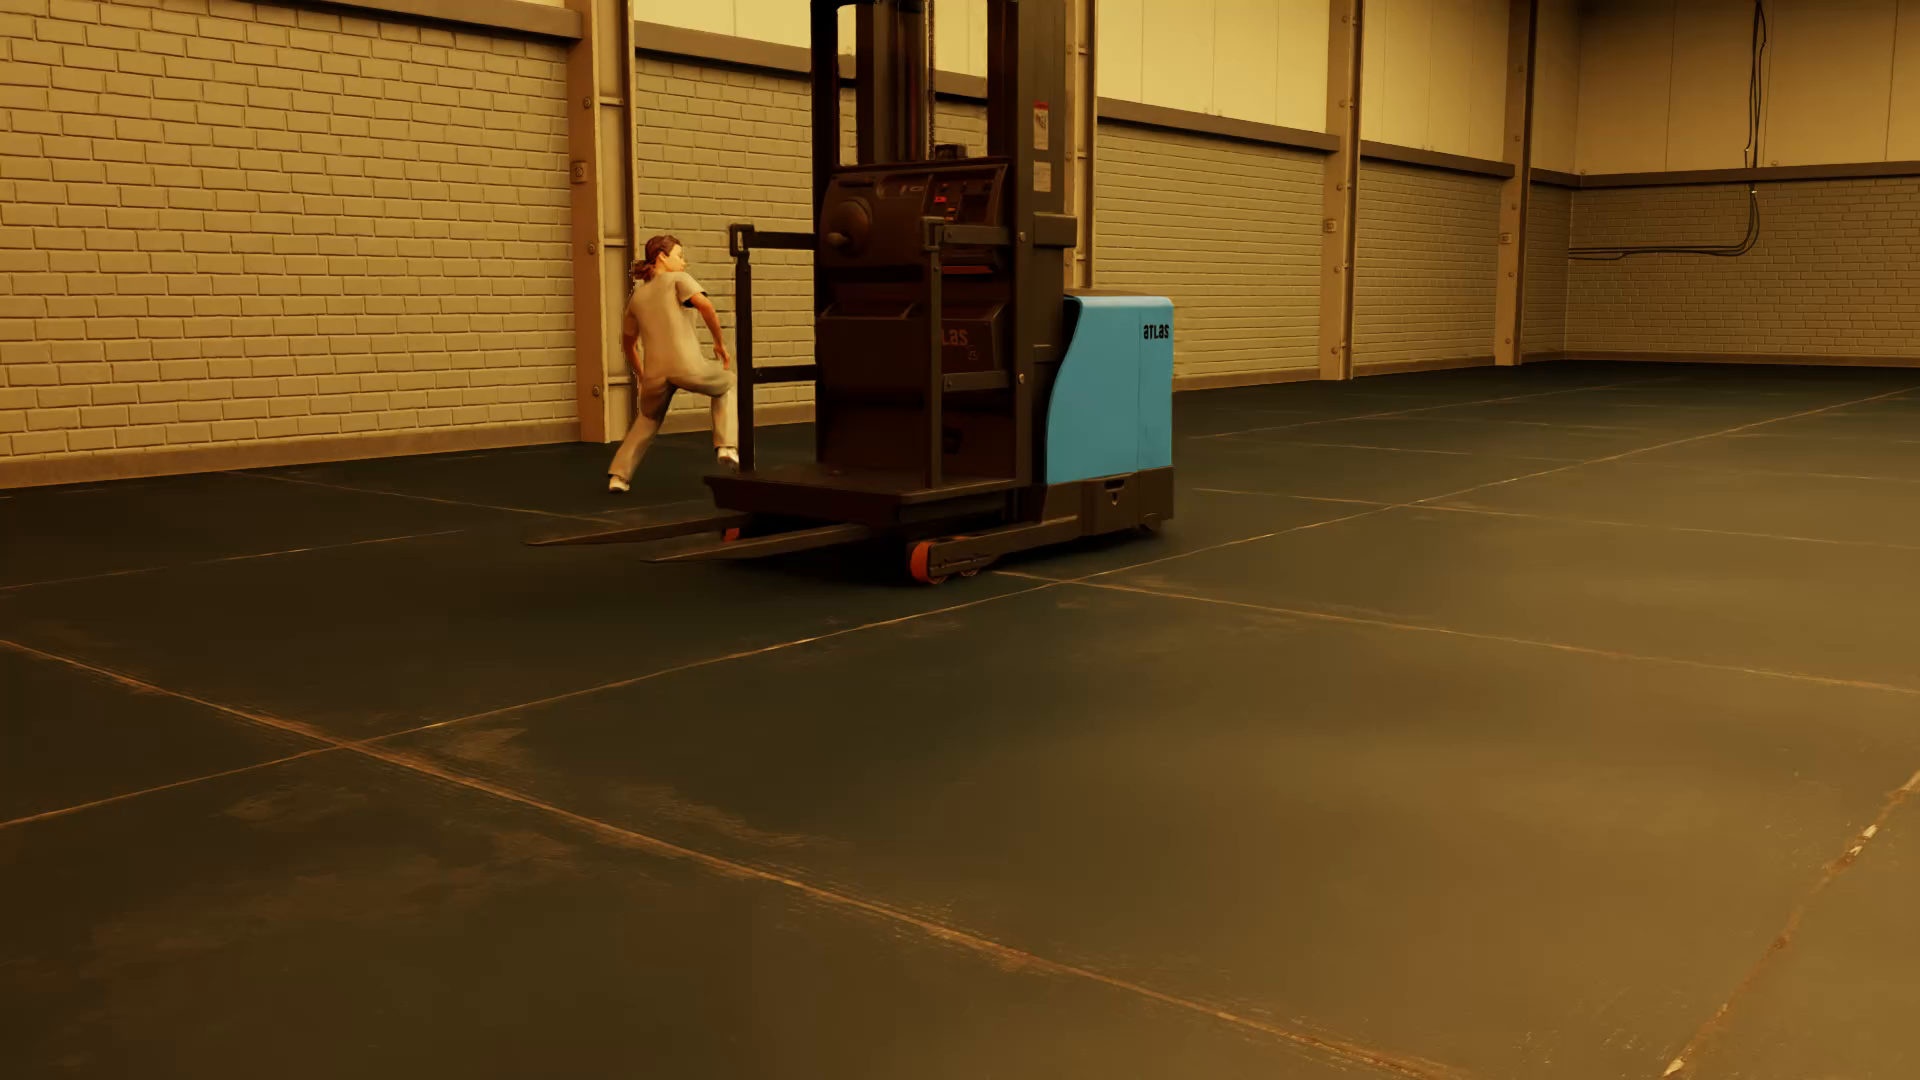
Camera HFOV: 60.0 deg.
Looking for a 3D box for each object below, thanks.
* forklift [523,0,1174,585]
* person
[{"bbox_3d":[-0.327,-1.362,6.590,1.130,2.935,3.031,6,11,38],"label":"forklift"},{"bbox_3d":[-1.575,-0.949,9.164,0.764,1.446,0.597,2,9,15],"label":"person"}]
